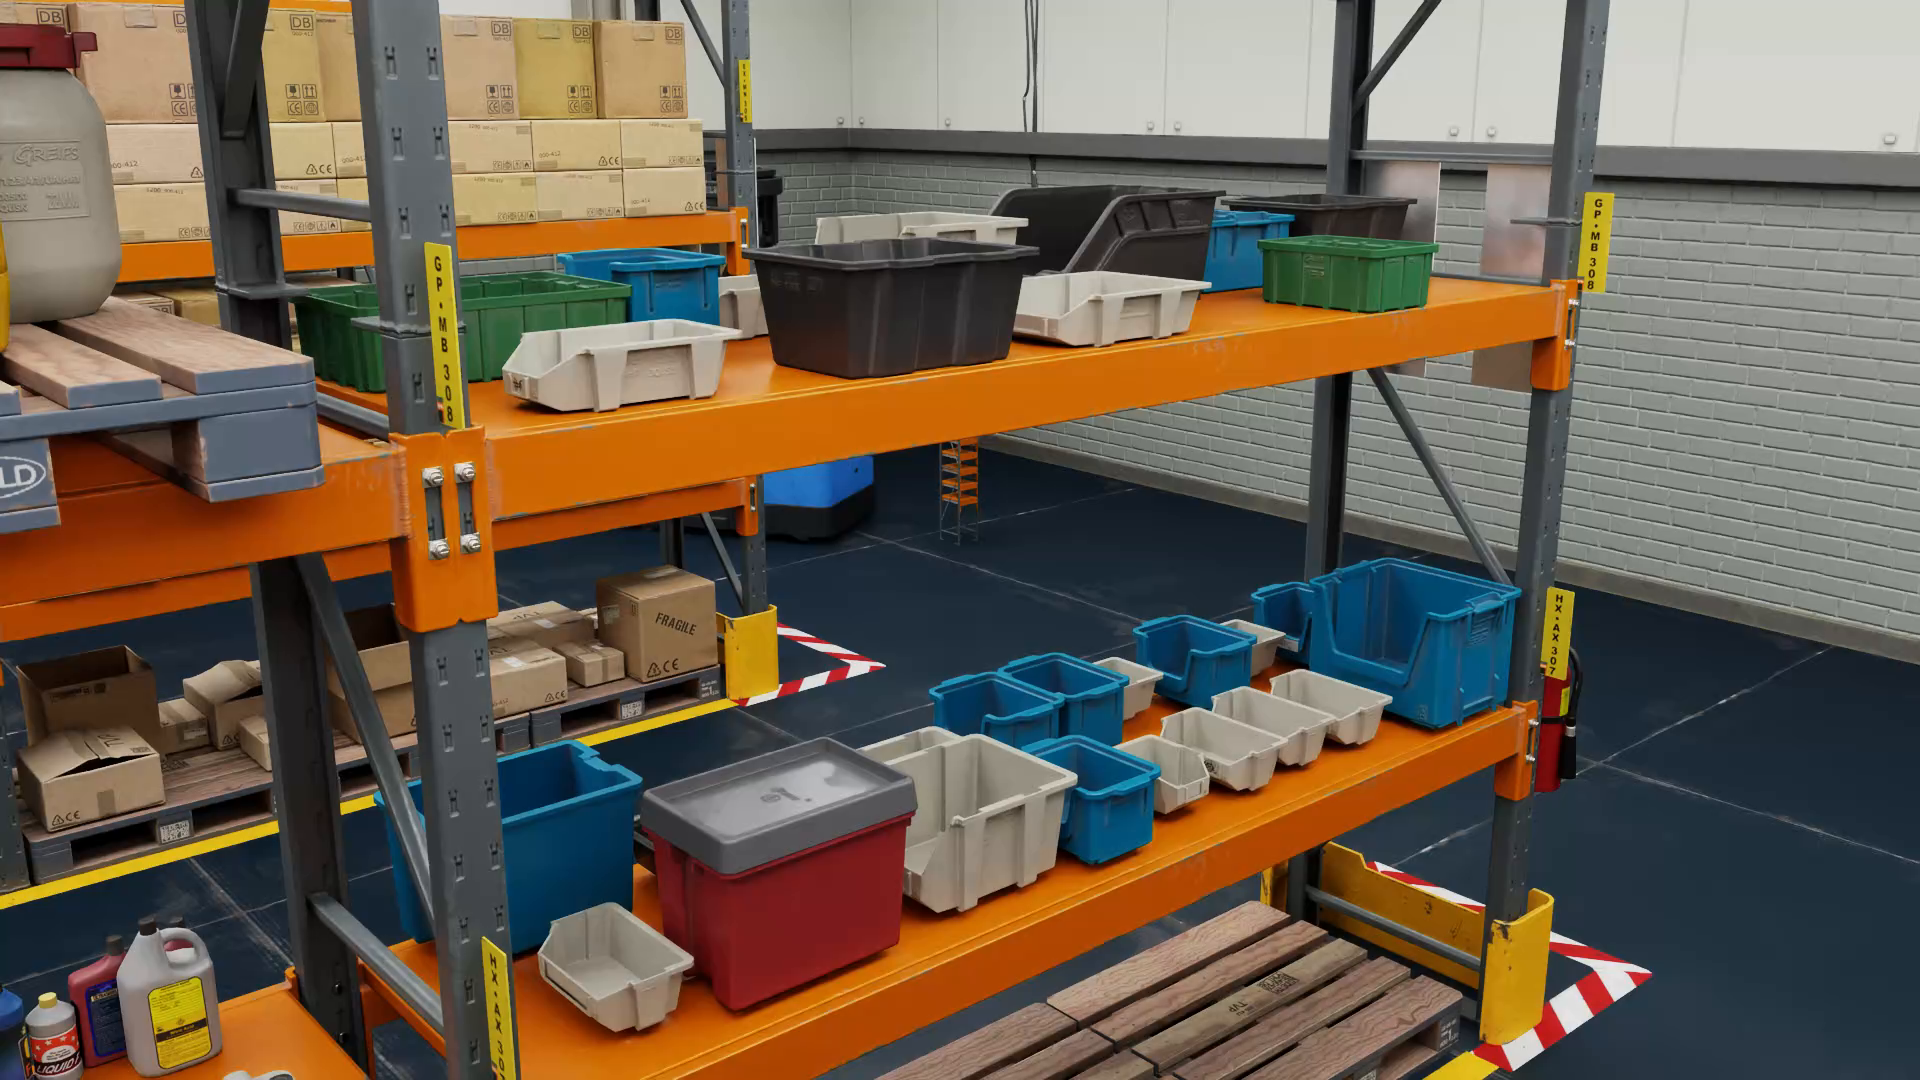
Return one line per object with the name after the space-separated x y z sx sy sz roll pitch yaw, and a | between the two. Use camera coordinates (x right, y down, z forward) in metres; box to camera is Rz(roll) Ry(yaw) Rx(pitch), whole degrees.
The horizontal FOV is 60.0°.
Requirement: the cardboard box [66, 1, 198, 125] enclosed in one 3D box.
-3.716 -2.110 7.391 0.500 0.500 0.700 -13 19 -39 | cardboard box

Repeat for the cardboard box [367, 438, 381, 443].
-2.822 -0.801 8.304 0.500 0.500 0.500 -12 19 -38 | cardboard box

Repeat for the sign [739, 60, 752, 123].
-1.161 -2.425 8.989 0.005 0.325 0.100 -13 19 -39 | sign

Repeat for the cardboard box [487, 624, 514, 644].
-2.861 0.663 9.433 0.500 0.250 0.500 -13 19 -39 | cardboard box

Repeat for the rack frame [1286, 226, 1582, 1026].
1.738 0.305 6.295 0.127 3.000 1.000 -13 19 -39 | rack frame

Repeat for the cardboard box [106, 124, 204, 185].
-3.622 -1.719 7.384 0.500 0.250 0.500 -13 19 -39 | cardboard box

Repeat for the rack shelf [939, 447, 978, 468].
-0.011 -0.650 13.066 0.180 0.103 0.258 -13 19 -39 | rack shelf

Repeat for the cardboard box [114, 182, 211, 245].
-3.619 -1.477 7.445 0.500 0.250 0.500 -13 19 -39 | cardboard box

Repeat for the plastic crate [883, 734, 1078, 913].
-0.006 0.788 4.599 0.530 0.282 0.437 -13 19 -39 | plastic crate

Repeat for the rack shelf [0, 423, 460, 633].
-2.788 0.220 2.195 4.000 0.370 1.077 -13 19 -39 | rack shelf

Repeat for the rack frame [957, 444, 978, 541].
0.058 -0.593 13.144 0.006 1.200 0.240 -13 19 -39 | rack frame

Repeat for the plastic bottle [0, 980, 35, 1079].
-2.085 1.086 3.620 0.097 0.271 0.097 0 15 0 | plastic bottle

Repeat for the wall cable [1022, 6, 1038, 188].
-0.264 -3.910 16.468 0.112 2.526 3.097 -13 19 -39 | wall cable

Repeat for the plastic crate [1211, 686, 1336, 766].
1.014 0.623 5.498 0.243 0.136 0.396 -13 19 -39 | plastic crate

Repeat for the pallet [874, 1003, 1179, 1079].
0.171 1.990 5.390 1.213 0.211 1.003 -13 19 -39 | pallet

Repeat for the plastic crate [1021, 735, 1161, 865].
0.357 0.755 4.819 0.300 0.233 0.416 -13 19 -39 | plastic crate

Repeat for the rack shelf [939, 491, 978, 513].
-0.011 -0.302 13.159 0.180 0.103 0.258 -13 19 -39 | rack shelf

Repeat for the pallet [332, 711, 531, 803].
-3.088 1.041 8.943 1.213 0.211 1.003 -13 19 -39 | pallet

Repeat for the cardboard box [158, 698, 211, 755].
-4.041 0.956 8.531 0.250 0.149 0.380 -13 19 -39 | cardboard box

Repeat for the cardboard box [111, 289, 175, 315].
-6.266 -1.427 12.199 0.700 0.700 0.980 -14 20 -42 | cardboard box

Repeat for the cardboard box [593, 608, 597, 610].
-2.052 0.509 10.203 0.250 0.149 0.380 -13 19 -39 | cardboard box

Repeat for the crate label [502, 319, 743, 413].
-0.720 -0.366 3.504 0.466 0.136 0.293 -13 19 -39 | crate label

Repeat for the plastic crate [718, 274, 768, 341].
-0.570 -0.628 4.489 0.466 0.136 0.293 -13 19 -39 | plastic crate

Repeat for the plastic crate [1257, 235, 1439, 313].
1.182 -0.819 5.101 0.336 0.188 0.450 -13 19 -39 | plastic crate

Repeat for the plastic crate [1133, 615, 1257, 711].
0.839 0.446 5.974 0.300 0.233 0.416 -13 19 -39 | plastic crate

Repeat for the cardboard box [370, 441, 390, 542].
-2.819 -0.322 8.448 0.500 0.500 0.500 -13 20 -40 | cardboard box

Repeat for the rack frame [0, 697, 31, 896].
-4.528 0.018 7.370 0.127 3.000 1.000 -13 19 -39 | rack frame

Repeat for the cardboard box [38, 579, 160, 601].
-3.965 -0.064 7.482 0.500 0.500 0.500 -12 19 -38 | cardboard box

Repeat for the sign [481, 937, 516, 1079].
-0.920 0.957 3.320 0.005 0.325 0.100 -13 19 -39 | sign

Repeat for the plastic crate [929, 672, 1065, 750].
0.116 0.609 5.366 0.300 0.233 0.416 -13 19 -39 | plastic crate

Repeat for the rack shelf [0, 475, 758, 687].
-3.019 0.027 8.732 4.000 0.370 1.077 -13 19 -39 | rack shelf

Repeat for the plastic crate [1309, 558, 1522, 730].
1.608 0.352 5.934 0.499 0.435 0.616 -13 19 -39 | plastic crate

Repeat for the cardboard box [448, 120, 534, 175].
-2.487 -1.973 8.332 0.500 0.250 0.500 -13 19 -39 | cardboard box

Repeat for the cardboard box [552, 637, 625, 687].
-2.124 0.688 9.500 0.250 0.166 0.380 -13 19 -39 | cardboard box

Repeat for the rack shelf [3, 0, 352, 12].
-6.274 -3.642 11.617 4.000 0.370 1.077 -13 19 -39 | rack shelf

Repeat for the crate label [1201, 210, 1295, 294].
0.830 -0.979 5.577 0.502 0.251 0.408 -13 19 -39 | crate label

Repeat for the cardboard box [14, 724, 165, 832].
-4.069 1.075 7.769 0.500 0.311 0.500 -13 19 -39 | cardboard box

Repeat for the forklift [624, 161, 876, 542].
-2.280 -1.614 13.614 3.031 2.935 1.130 5 16 19 | forklift

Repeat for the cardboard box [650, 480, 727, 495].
-1.670 -0.579 9.412 0.500 0.500 0.500 -12 19 -38 | cardboard box

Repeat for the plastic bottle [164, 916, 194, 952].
-1.836 1.018 3.851 0.133 0.283 0.061 -13 19 -39 | plastic bottle

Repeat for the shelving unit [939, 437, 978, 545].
-0.011 -0.577 13.086 0.189 1.200 0.258 -13 19 -39 | shelving unit

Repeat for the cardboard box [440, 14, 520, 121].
-2.627 -2.376 8.390 0.500 0.500 0.700 -13 19 -39 | cardboard box

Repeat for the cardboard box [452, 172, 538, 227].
-2.478 -1.728 8.386 0.500 0.250 0.500 -13 19 -39 | cardboard box

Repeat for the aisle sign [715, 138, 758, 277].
-1.258 -1.868 9.392 0.004 0.787 0.394 -13 19 -39 | aisle sign
